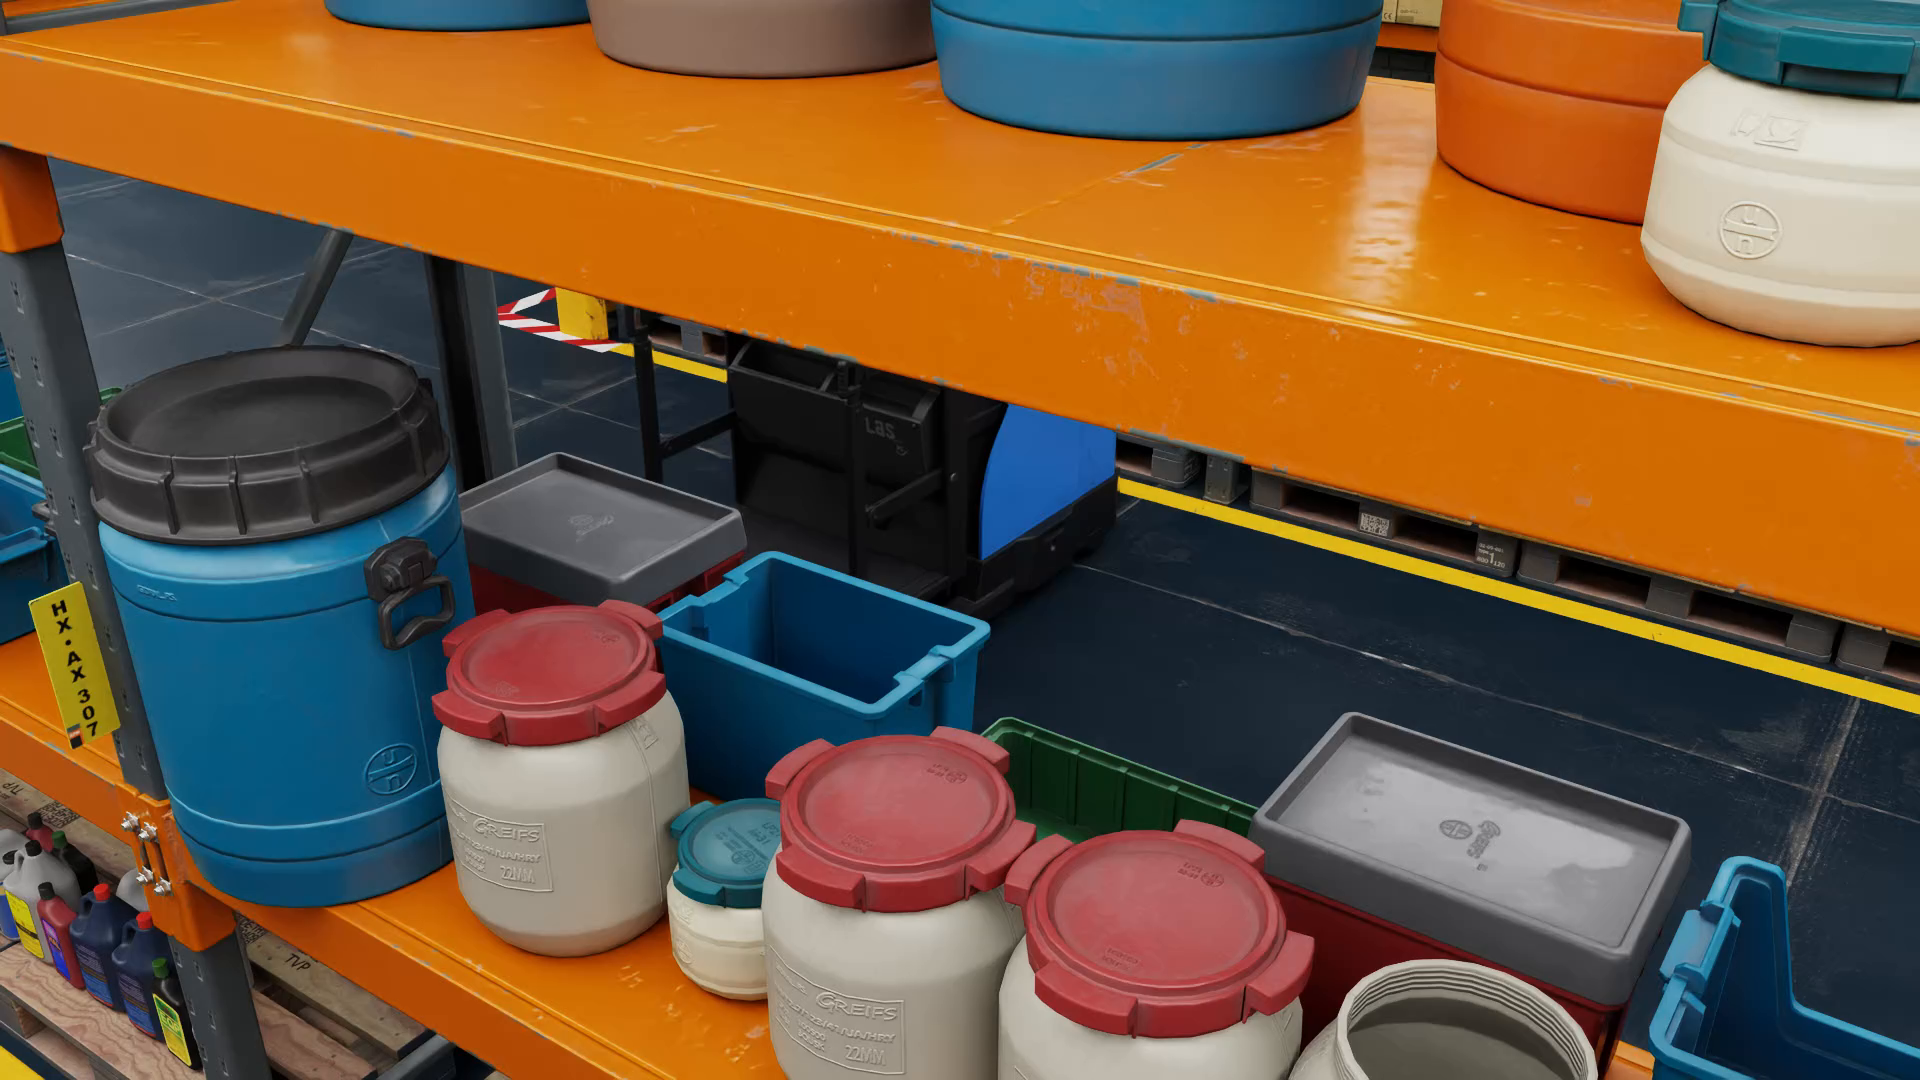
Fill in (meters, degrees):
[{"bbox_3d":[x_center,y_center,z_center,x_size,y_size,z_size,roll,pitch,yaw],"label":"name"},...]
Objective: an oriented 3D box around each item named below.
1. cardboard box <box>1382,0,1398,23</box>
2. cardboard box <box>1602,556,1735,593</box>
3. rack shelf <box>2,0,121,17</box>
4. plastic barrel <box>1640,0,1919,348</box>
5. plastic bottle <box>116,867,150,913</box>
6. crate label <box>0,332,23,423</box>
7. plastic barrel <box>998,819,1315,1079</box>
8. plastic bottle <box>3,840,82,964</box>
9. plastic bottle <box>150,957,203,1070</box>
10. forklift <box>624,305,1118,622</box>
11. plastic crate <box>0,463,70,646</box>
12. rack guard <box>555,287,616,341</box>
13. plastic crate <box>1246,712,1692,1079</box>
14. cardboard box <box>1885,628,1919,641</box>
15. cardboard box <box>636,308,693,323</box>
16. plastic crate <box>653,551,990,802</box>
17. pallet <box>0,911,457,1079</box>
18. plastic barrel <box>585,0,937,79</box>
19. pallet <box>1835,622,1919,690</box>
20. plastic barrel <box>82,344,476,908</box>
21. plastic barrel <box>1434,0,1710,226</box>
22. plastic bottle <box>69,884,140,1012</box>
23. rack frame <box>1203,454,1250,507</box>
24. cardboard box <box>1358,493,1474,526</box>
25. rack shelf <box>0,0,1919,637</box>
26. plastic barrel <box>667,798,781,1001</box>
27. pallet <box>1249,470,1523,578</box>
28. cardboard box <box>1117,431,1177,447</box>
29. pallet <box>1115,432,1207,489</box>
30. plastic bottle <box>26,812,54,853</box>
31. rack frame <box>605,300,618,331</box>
[{"bbox_3d":[2.857,-3.747,11.449,0.500,0.250,0.500,17,32,30],"label":"cardboard box"},{"bbox_3d":[2.907,-0.060,6.630,0.500,0.250,0.500,18,32,31],"label":"cardboard box"},{"bbox_3d":[-3.010,-1.368,4.117,4.000,0.370,1.077,17,32,30],"label":"rack shelf"},{"bbox_3d":[0.756,-0.326,1.428,0.301,0.262,0.301,0,27,0],"label":"plastic barrel"},{"bbox_3d":[-2.150,1.011,4.475,0.135,0.276,0.152,17,32,30],"label":"plastic bottle"},{"bbox_3d":[-2.988,-0.510,4.906,0.616,0.435,0.502,17,32,30],"label":"crate label"},{"bbox_3d":[0.265,0.728,2.362,0.433,0.535,0.433,0,27,0],"label":"plastic barrel"},{"bbox_3d":[-2.480,0.956,4.499,0.185,0.351,0.144,17,32,30],"label":"plastic bottle"},{"bbox_3d":[-1.944,1.176,4.142,0.133,0.283,0.061,19,33,33],"label":"plastic bottle"},{"bbox_3d":[-0.596,-0.920,5.826,1.130,2.935,3.031,18,32,32],"label":"forklift"},{"bbox_3d":[-2.427,0.045,4.018,0.616,0.251,0.499,17,32,30],"label":"plastic crate"},{"bbox_3d":[-1.871,-1.609,9.860,0.348,0.500,1.175,17,32,30],"label":"rack guard"},{"bbox_3d":[0.777,0.631,2.633,0.583,0.464,0.402,17,32,30],"label":"plastic crate"},{"bbox_3d":[3.745,0.201,6.116,0.500,0.250,0.500,17,31,30],"label":"cardboard box"},{"bbox_3d":[-1.535,-1.457,9.375,0.500,0.250,0.500,17,32,30],"label":"cardboard box"},{"bbox_3d":[-0.276,0.336,3.301,0.575,0.384,0.392,17,32,30],"label":"plastic crate"},{"bbox_3d":[-1.891,1.216,4.627,1.213,0.211,1.003,17,32,30],"label":"pallet"},{"bbox_3d":[-0.280,-1.181,2.404,0.600,0.901,0.600,0,27,0],"label":"plastic barrel"},{"bbox_3d":[4.087,0.355,6.320,1.213,0.211,1.003,17,32,30],"label":"pallet"},{"bbox_3d":[-1.214,0.151,3.094,0.708,0.901,0.600,17,32,30],"label":"plastic barrel"},{"bbox_3d":[0.843,-0.799,1.733,0.708,0.830,0.600,17,32,30],"label":"plastic barrel"},{"bbox_3d":[-2.213,1.039,4.336,0.185,0.351,0.144,16,31,28],"label":"plastic bottle"},{"bbox_3d":[1.446,-1.689,7.262,0.127,3.000,1.000,17,32,30],"label":"rack frame"},{"bbox_3d":[2.059,-0.323,7.146,0.500,0.250,0.500,18,32,32],"label":"cardboard box"},{"bbox_3d":[0.287,-0.341,2.099,4.000,0.370,1.077,17,32,30],"label":"rack shelf"},{"bbox_3d":[-0.357,0.620,2.876,0.301,0.262,0.301,0,27,0],"label":"plastic barrel"},{"bbox_3d":[2.076,-0.272,7.552,1.213,0.211,1.003,17,32,30],"label":"pallet"},{"bbox_3d":[0.940,-0.688,7.864,0.500,0.250,0.500,17,32,30],"label":"cardboard box"},{"bbox_3d":[0.815,-0.667,8.327,1.213,0.211,1.003,17,32,30],"label":"pallet"},{"bbox_3d":[-2.551,0.903,4.678,0.133,0.283,0.061,17,32,30],"label":"plastic bottle"},{"bbox_3d":[-1.851,-2.716,9.281,0.127,3.000,1.000,17,32,30],"label":"rack frame"}]
